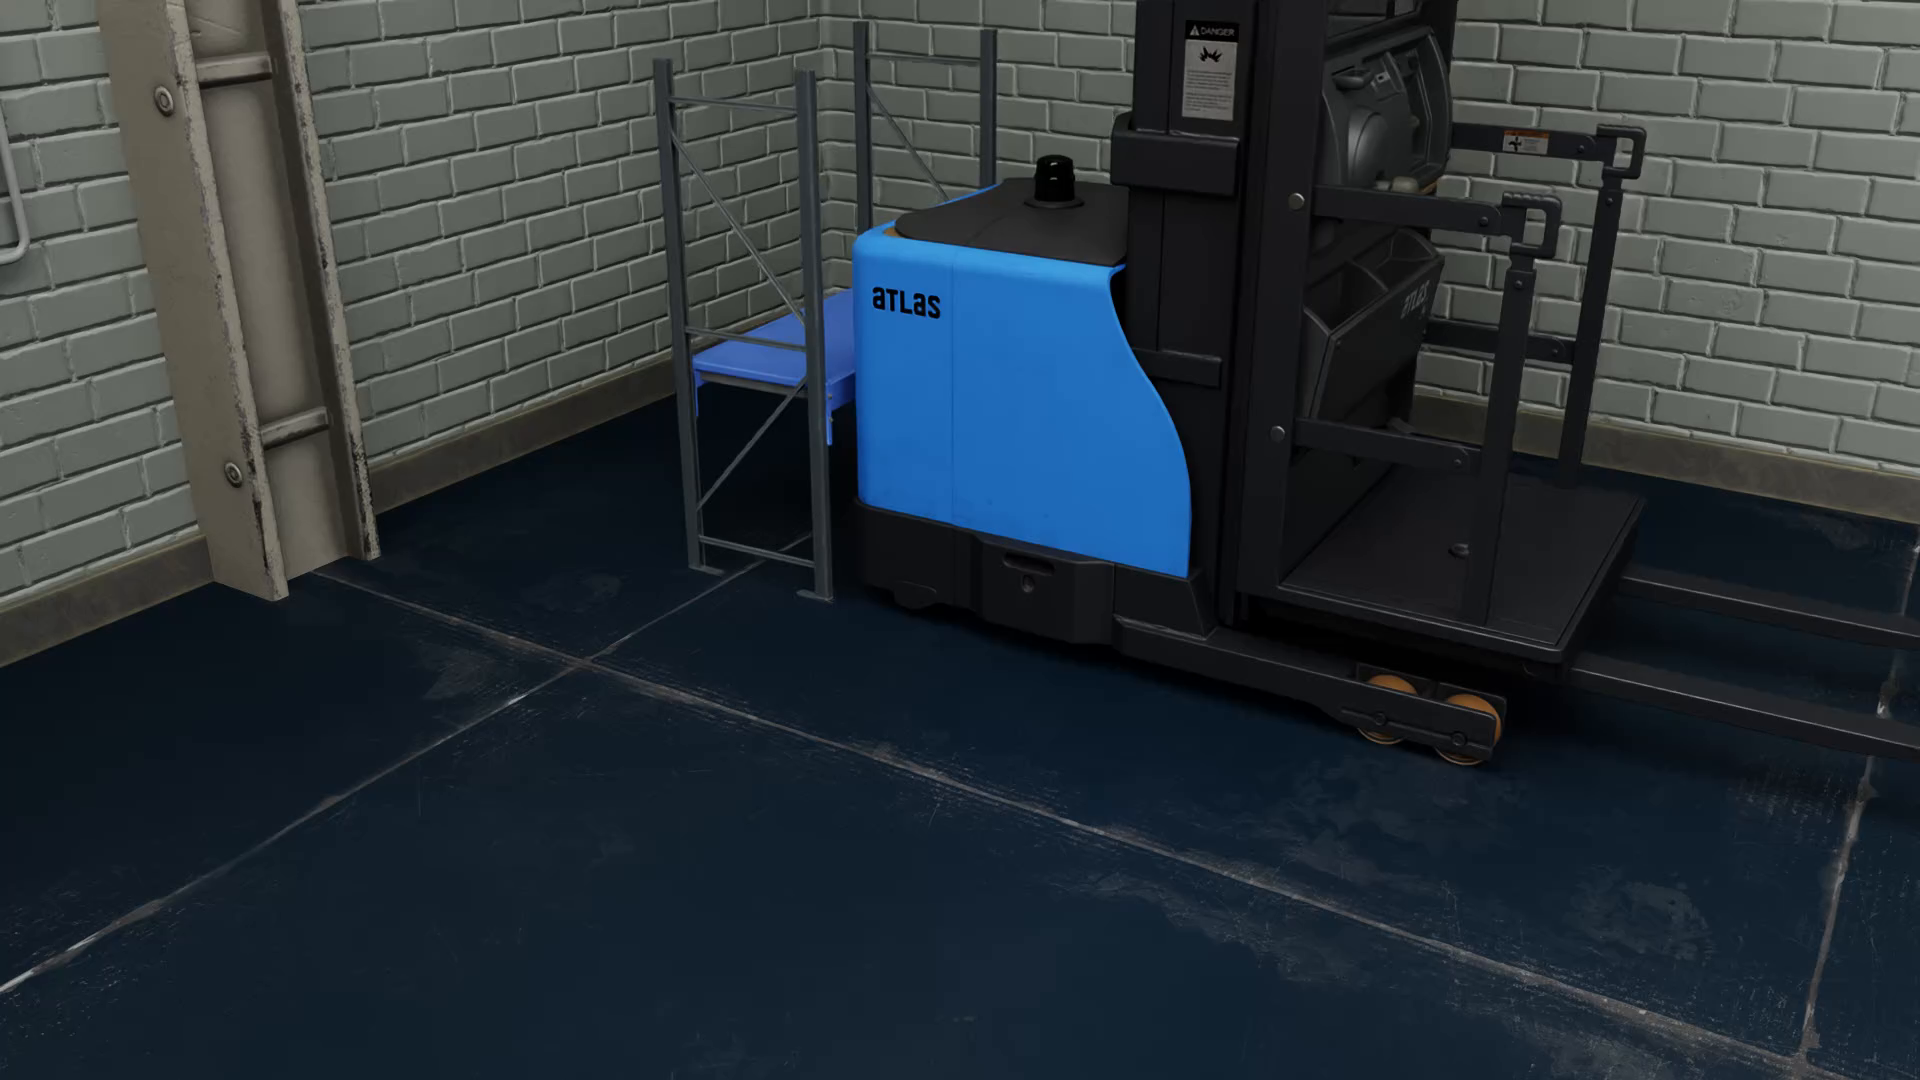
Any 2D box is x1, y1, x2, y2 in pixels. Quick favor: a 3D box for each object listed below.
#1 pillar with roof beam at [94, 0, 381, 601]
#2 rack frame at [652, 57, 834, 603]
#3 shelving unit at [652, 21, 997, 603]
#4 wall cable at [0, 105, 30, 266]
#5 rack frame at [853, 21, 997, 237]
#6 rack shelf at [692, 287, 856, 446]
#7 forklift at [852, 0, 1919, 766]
[{"bbox_3d":[1.636,-3.147,1.193,9.100,9.000,0.400,14,27,29],"label":"pillar with roof beam"},{"bbox_3d":[-0.596,-0.558,4.650,0.500,1.500,0.032,12,26,26],"label":"rack frame"},{"bbox_3d":[-0.355,-0.735,5.061,0.538,1.500,1.048,12,26,26],"label":"shelving unit"},{"bbox_3d":[-2.839,-1.301,3.200,0.084,1.984,1.851,14,27,29],"label":"wall cable"},{"bbox_3d":[-0.113,-0.913,5.471,0.500,1.500,0.032,12,26,26],"label":"rack frame"},{"bbox_3d":[-0.355,-0.570,5.132,0.538,0.185,1.000,12,26,26],"label":"rack shelf"},{"bbox_3d":[1.226,-1.045,3.974,3.031,2.935,1.130,13,27,28],"label":"forklift"}]
